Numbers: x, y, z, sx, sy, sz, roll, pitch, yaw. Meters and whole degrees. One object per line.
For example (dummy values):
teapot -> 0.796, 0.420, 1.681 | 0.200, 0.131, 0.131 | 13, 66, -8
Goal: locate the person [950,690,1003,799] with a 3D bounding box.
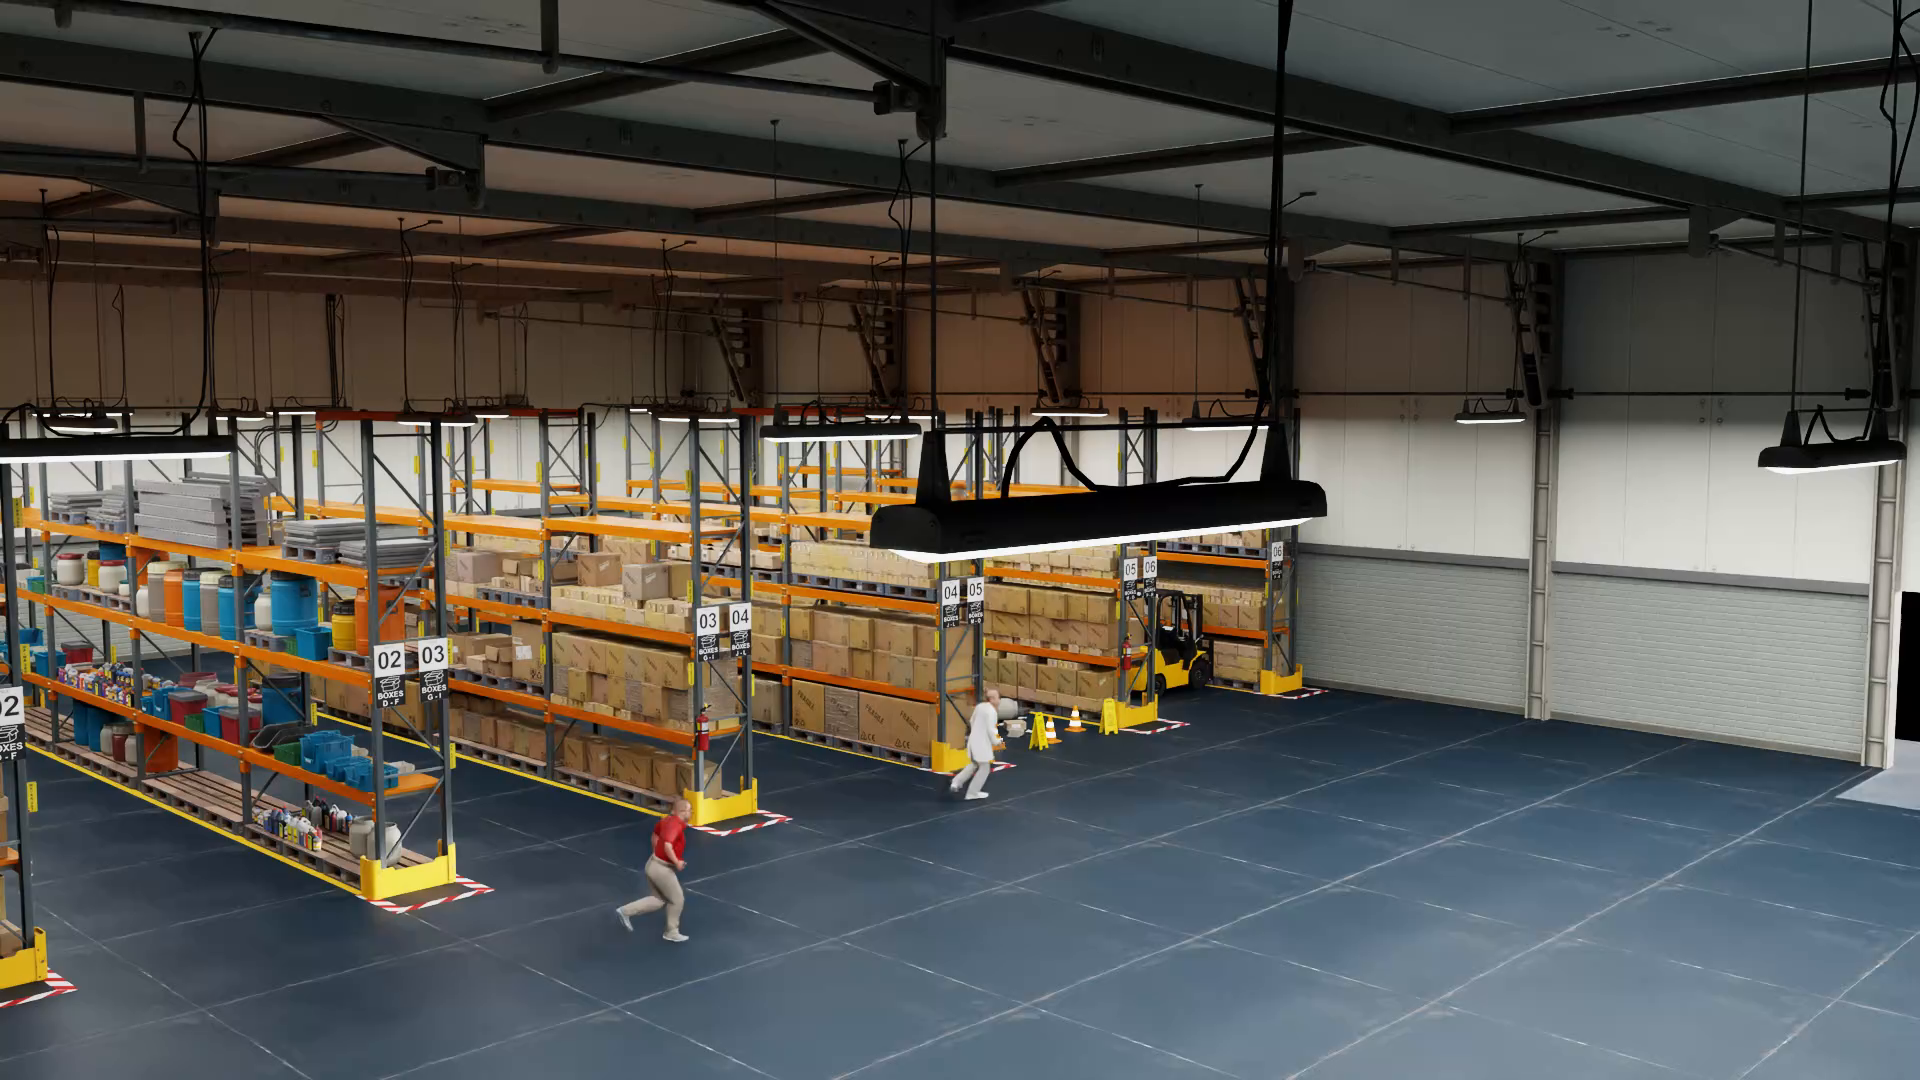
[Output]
person -> 0.250, 3.184, 25.888 | 0.778, 1.705, 0.691 | -2, 5, -23

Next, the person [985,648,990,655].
person -> 0.353, 2.087, 39.101 | 0.904, 1.568, 0.534 | 3, 6, 27

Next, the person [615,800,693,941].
person -> -3.492, 3.843, 19.081 | 0.881, 1.688, 0.654 | -2, 5, -17
